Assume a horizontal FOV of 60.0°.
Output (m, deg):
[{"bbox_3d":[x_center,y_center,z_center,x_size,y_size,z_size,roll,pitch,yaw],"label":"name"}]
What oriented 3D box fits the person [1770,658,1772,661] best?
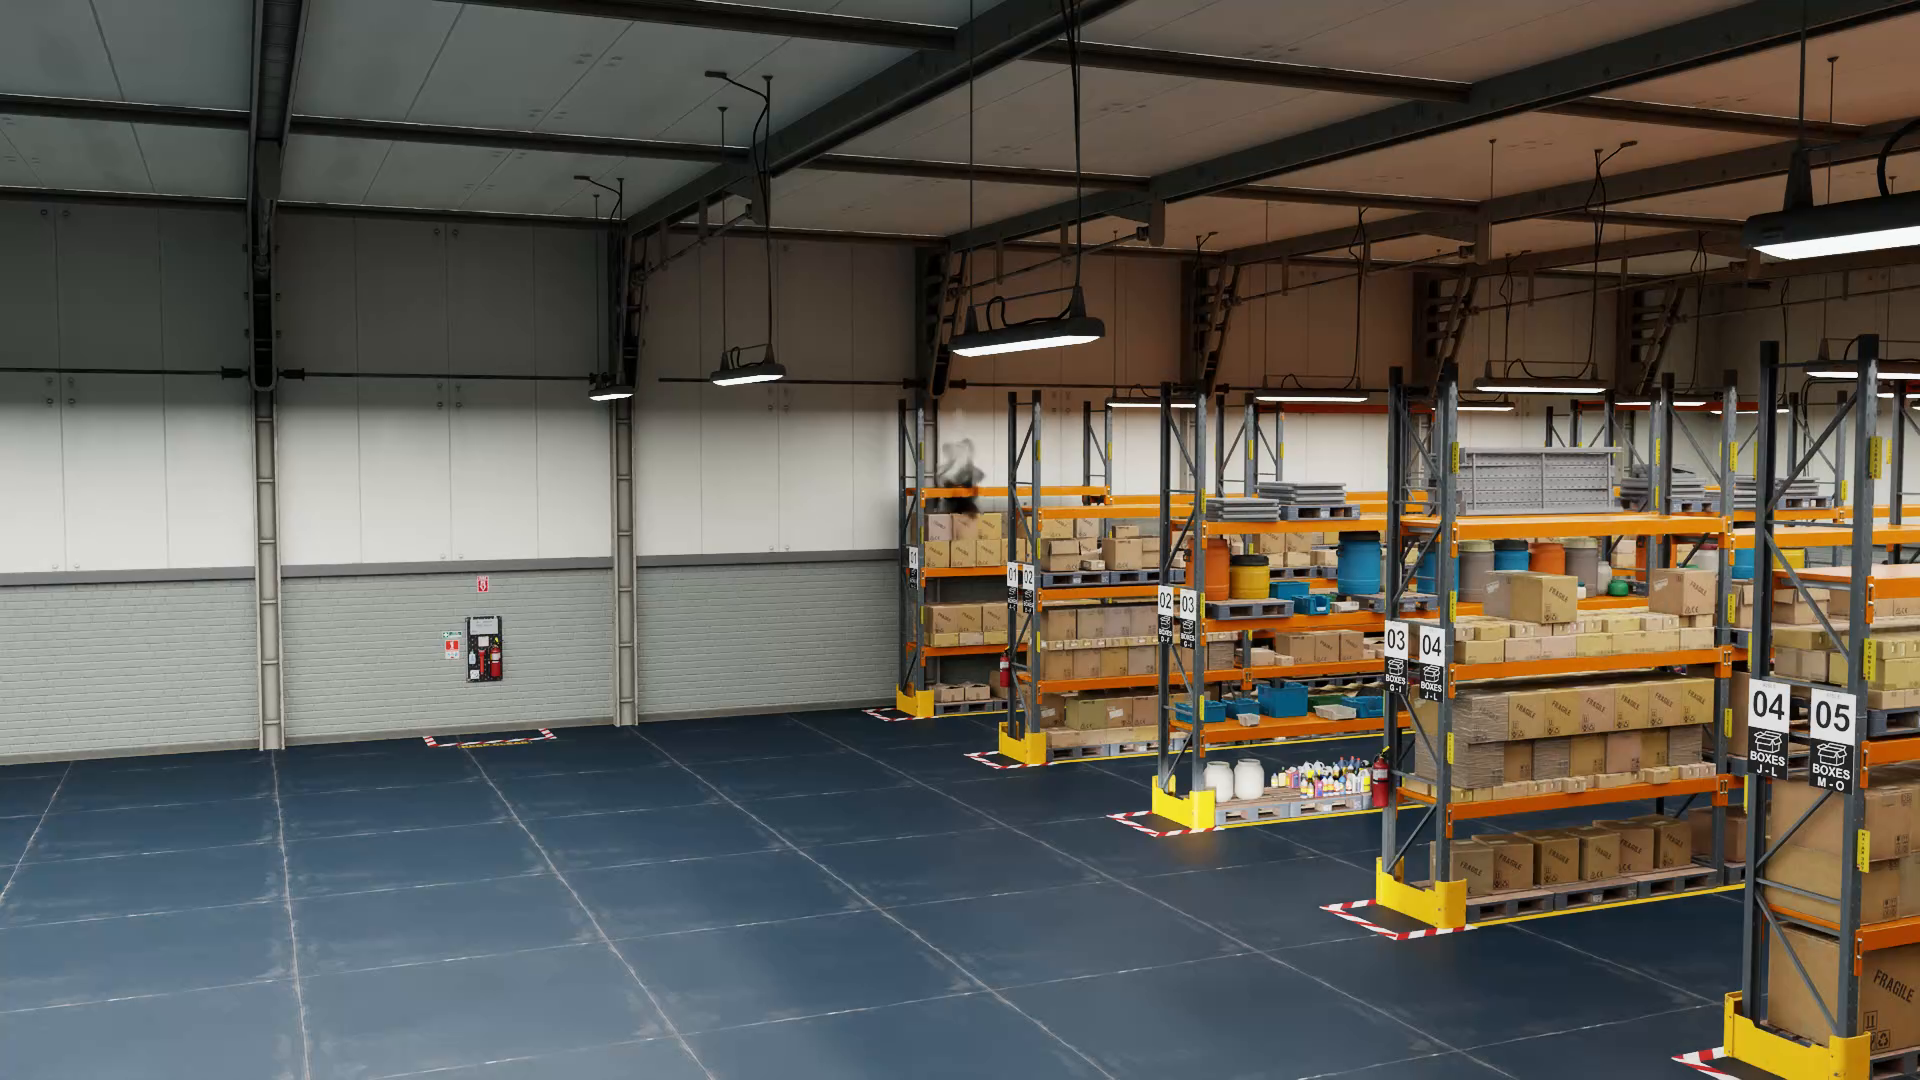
[{"bbox_3d":[15.154,2.444,31.344,0.780,1.838,0.678,-2,4,-26],"label":"person"}]
